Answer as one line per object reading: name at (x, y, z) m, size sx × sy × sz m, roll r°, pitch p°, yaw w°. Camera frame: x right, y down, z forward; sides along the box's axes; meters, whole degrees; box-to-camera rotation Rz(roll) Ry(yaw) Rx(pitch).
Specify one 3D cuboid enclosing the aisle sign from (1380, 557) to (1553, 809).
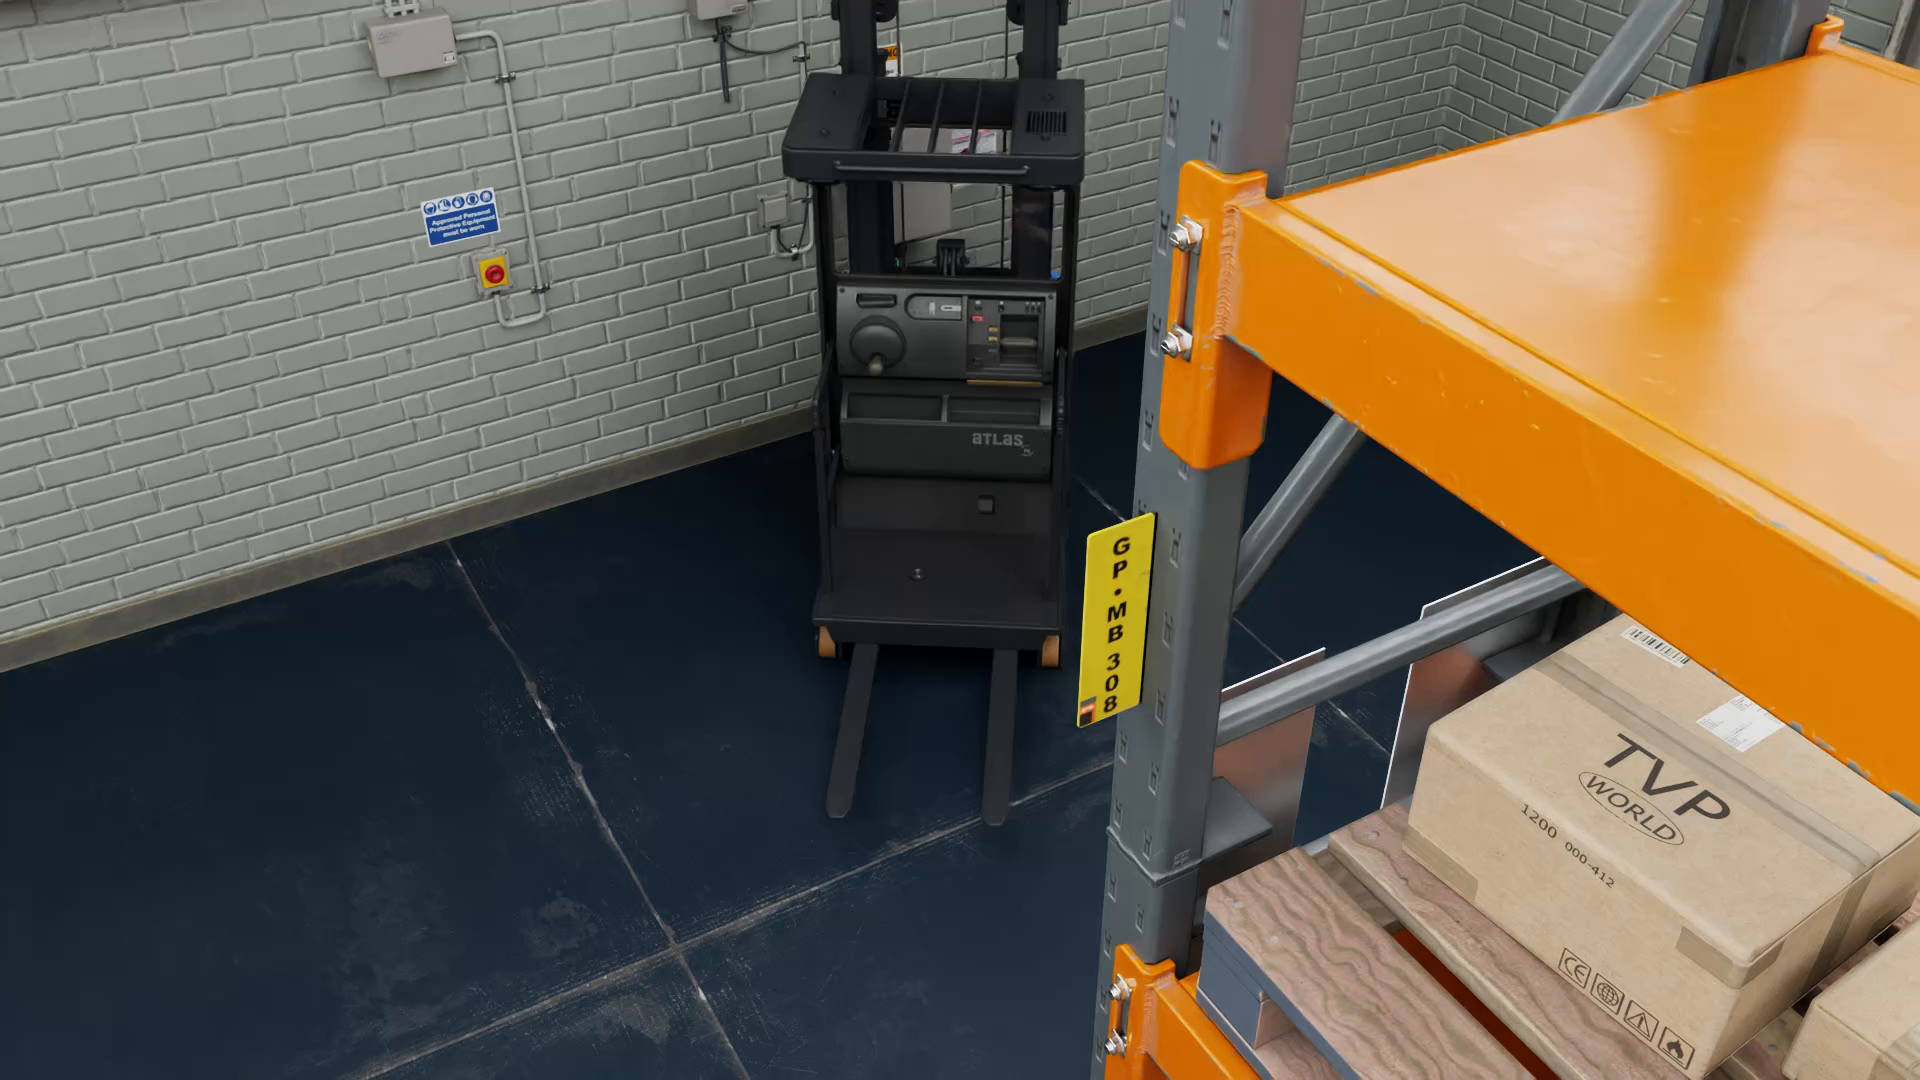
aisle sign at (0.919, 0.368, 2.999) m, size 0.394 × 0.787 × 0.004 m, roll -19°, pitch 40°, yaw -24°

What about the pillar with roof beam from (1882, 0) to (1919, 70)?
pillar with roof beam at (0.680, -2.716, 4.339) m, size 9.100 × 9.000 × 0.400 m, roll -19°, pitch 40°, yaw -24°

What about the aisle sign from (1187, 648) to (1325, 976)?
aisle sign at (0.401, 0.546, 2.756) m, size 0.394 × 0.787 × 0.004 m, roll -19°, pitch 40°, yaw -24°

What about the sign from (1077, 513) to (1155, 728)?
sign at (0.205, 0.111, 2.203) m, size 0.100 × 0.325 × 0.005 m, roll -19°, pitch 40°, yaw -24°

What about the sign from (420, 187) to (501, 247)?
sign at (-2.238, -1.448, 7.461) m, size 0.327 × 0.218 × 0.001 m, roll -19°, pitch 40°, yaw -24°

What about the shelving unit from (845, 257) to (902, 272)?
shelving unit at (-0.455, -0.943, 8.668) m, size 0.258 × 1.200 × 0.503 m, roll 3°, pitch 31°, yaw 1°

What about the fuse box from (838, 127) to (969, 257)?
fuse box at (-0.276, -1.350, 8.648) m, size 0.539 × 1.711 × 0.414 m, roll -19°, pitch 40°, yaw -24°

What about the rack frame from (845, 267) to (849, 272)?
rack frame at (-0.463, -0.816, 8.459) m, size 0.240 × 1.200 × 0.015 m, roll 3°, pitch 31°, yaw 1°

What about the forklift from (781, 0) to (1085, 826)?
forklift at (-0.071, -0.814, 6.879) m, size 1.130 × 2.935 × 3.031 m, roll 2°, pitch 36°, yaw 3°

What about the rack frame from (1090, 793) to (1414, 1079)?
rack frame at (0.688, 1.546, 3.590) m, size 1.000 × 3.000 × 0.127 m, roll -19°, pitch 40°, yaw -24°

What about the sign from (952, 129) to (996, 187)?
sign at (0.047, -2.084, 8.641) m, size 0.329 × 0.494 × 0.001 m, roll -19°, pitch 40°, yaw -24°

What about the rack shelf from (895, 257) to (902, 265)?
rack shelf at (-0.442, -1.298, 8.451) m, size 0.258 × 0.148 × 0.480 m, roll 3°, pitch 31°, yaw 1°

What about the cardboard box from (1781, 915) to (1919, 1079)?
cardboard box at (1.271, 0.619, 2.088) m, size 0.380 × 0.149 × 0.250 m, roll -22°, pitch 42°, yaw -27°

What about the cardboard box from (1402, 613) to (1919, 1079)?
cardboard box at (0.991, 0.388, 2.318) m, size 0.500 × 0.250 × 0.500 m, roll -23°, pitch 42°, yaw -28°

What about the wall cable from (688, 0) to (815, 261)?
wall cable at (-0.945, -2.159, 7.801) m, size 0.588 × 1.984 × 0.122 m, roll -19°, pitch 40°, yaw -24°

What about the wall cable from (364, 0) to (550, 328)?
wall cable at (-2.166, -1.745, 7.209) m, size 0.585 × 1.953 × 0.123 m, roll -19°, pitch 40°, yaw -24°

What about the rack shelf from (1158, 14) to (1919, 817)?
rack shelf at (1.692, 0.596, 0.754) m, size 1.077 × 0.370 × 4.000 m, roll -19°, pitch 40°, yaw -24°

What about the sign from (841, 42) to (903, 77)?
sign at (-0.428, -2.293, 8.146) m, size 0.339 × 0.242 × 0.001 m, roll -19°, pitch 40°, yaw -24°

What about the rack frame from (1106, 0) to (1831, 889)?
rack frame at (0.688, -0.876, 1.820) m, size 1.000 × 3.000 × 0.127 m, roll -19°, pitch 40°, yaw -24°

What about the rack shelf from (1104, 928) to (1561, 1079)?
rack shelf at (1.692, 1.645, 1.521) m, size 1.077 × 0.370 × 4.000 m, roll -19°, pitch 40°, yaw -24°

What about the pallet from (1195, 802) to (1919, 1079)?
pallet at (1.069, 0.746, 2.217) m, size 1.003 × 0.211 × 1.213 m, roll -19°, pitch 40°, yaw -24°
